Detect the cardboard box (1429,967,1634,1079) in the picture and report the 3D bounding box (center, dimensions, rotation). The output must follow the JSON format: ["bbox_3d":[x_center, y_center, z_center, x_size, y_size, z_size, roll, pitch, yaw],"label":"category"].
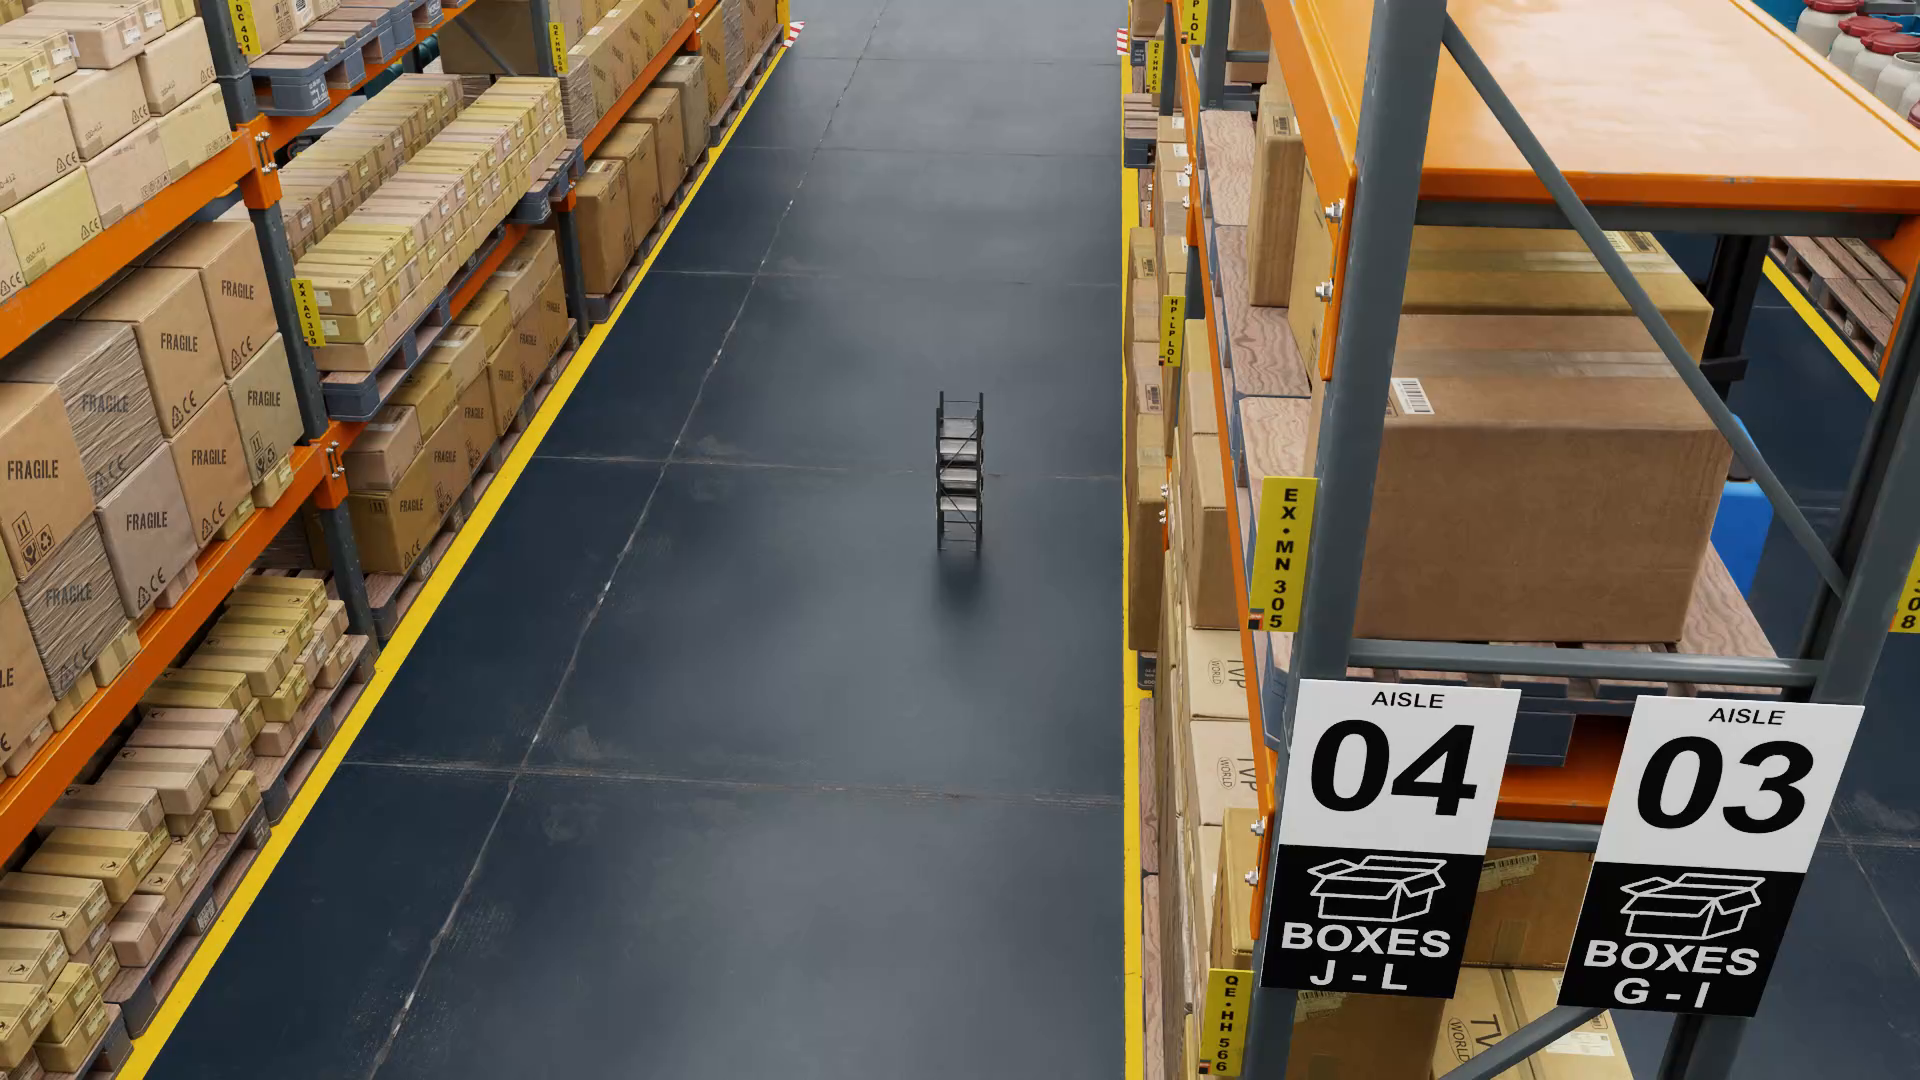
[{"bbox_3d":[1.430,1.378,4.295,0.500,0.250,0.500,2,32,3],"label":"cardboard box"}]

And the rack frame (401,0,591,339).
[{"bbox_3d":[-3.162,-2.768,11.162,1.000,3.000,0.127,2,32,4],"label":"rack frame"}]

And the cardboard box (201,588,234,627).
[{"bbox_3d":[-3.723,0.277,7.972,0.380,0.149,0.250,4,32,6],"label":"cardboard box"}]

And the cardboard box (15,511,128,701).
[{"bbox_3d":[-3.396,0.220,5.936,0.500,0.500,0.500,2,32,3],"label":"cardboard box"}]

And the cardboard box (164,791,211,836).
[{"bbox_3d":[-3.372,1.094,6.930,0.380,0.149,0.250,1,32,2],"label":"cardboard box"}]

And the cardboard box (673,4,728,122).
[{"bbox_3d":[-2.716,-4.460,15.532,0.875,0.875,0.875,3,32,5],"label":"cardboard box"}]

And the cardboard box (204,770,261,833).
[{"bbox_3d":[-3.265,1.120,7.172,0.380,0.149,0.250,2,32,4],"label":"cardboard box"}]

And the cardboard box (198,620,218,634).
[{"bbox_3d":[-3.836,0.408,8.043,0.380,0.149,0.250,4,32,6],"label":"cardboard box"}]

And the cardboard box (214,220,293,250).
[{"bbox_3d":[-3.606,-1.495,8.369,0.380,0.149,0.250,1,32,2],"label":"cardboard box"}]

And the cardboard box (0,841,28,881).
[{"bbox_3d":[-3.868,1.231,6.424,0.380,0.149,0.250,1,32,2],"label":"cardboard box"}]

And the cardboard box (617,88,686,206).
[{"bbox_3d":[-2.880,-3.248,13.685,1.050,0.750,0.750,2,32,4],"label":"cardboard box"}]

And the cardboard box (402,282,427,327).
[{"bbox_3d":[-2.957,-1.210,8.474,0.380,0.149,0.250,3,32,4],"label":"cardboard box"}]

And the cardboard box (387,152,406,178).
[{"bbox_3d":[-3.482,-2.178,9.762,0.380,0.149,0.250,3,32,4],"label":"cardboard box"}]

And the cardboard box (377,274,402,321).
[{"bbox_3d":[-2.978,-1.197,8.169,0.380,0.149,0.250,2,32,3],"label":"cardboard box"}]

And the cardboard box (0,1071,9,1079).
[{"bbox_3d":[-3.437,1.920,5.589,0.380,0.149,0.250,2,32,4],"label":"cardboard box"}]

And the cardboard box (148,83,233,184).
[{"bbox_3d":[-3.259,-1.621,6.586,0.500,0.250,0.500,3,32,5],"label":"cardboard box"}]

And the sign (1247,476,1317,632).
[{"bbox_3d":[0.582,0.029,2.996,0.100,0.325,0.005,2,32,4],"label":"sign"}]

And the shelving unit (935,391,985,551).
[{"bbox_3d":[-0.001,-0.379,9.287,0.258,0.900,0.210,2,32,4],"label":"shelving unit"}]

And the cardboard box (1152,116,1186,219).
[{"bbox_3d":[1.462,-2.303,10.313,0.500,0.500,0.500,3,32,5],"label":"cardboard box"}]

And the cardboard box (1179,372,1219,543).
[{"bbox_3d":[1.106,-0.297,6.297,0.500,0.500,0.500,2,32,4],"label":"cardboard box"}]

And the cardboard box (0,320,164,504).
[{"bbox_3d":[-3.349,-0.476,6.112,0.500,0.500,0.500,3,32,5],"label":"cardboard box"}]

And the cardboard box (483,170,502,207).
[{"bbox_3d":[-2.852,-2.014,9.495,0.380,0.149,0.250,3,32,5],"label":"cardboard box"}]

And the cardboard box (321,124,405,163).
[{"bbox_3d":[-3.479,-2.311,9.693,0.380,0.149,0.250,4,32,6],"label":"cardboard box"}]

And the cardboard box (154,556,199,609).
[{"bbox_3d":[-3.309,0.144,6.677,0.380,0.149,0.250,1,32,2],"label":"cardboard box"}]

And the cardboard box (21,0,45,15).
[{"bbox_3d":[-3.753,-2.130,6.555,0.380,0.149,0.250,2,32,3],"label":"cardboard box"}]

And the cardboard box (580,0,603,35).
[{"bbox_3d":[-3.036,-4.003,12.119,0.700,0.500,0.500,2,32,3],"label":"cardboard box"}]

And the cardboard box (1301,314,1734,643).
[{"bbox_3d":[1.111,-0.135,3.440,0.700,0.500,0.500,1,32,1],"label":"cardboard box"}]

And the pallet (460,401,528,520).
[{"bbox_3d":[-3.329,-0.536,10.199,1.003,0.211,1.213,2,32,4],"label":"pallet"}]

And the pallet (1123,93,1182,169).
[{"bbox_3d":[1.725,-2.799,11.395,1.213,0.211,1.003,2,32,4],"label":"pallet"}]

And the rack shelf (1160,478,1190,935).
[{"bbox_3d":[1.284,0.941,5.831,1.077,0.370,4.000,2,32,4],"label":"rack shelf"}]

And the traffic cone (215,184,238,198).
[{"bbox_3d":[-6.484,-3.230,14.330,0.336,0.463,0.334,2,32,4],"label":"traffic cone"}]

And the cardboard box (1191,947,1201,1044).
[{"bbox_3d":[0.864,1.319,4.770,0.380,0.149,0.250,3,32,4],"label":"cardboard box"}]

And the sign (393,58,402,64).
[{"bbox_3d":[-3.716,-3.283,10.894,0.100,0.325,0.005,2,32,4],"label":"sign"}]

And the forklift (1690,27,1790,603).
[{"bbox_3d":[3.600,-1.380,8.975,1.130,2.935,3.031,4,32,6],"label":"forklift"}]

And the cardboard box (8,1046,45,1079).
[{"bbox_3d":[-3.499,1.920,5.874,0.380,0.149,0.250,3,32,5],"label":"cardboard box"}]

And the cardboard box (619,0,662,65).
[{"bbox_3d":[-2.695,-4.089,13.211,0.500,0.500,0.500,3,32,5],"label":"cardboard box"}]

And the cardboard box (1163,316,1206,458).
[{"bbox_3d":[1.213,-0.710,7.728,0.500,0.500,0.500,3,32,4],"label":"cardboard box"}]

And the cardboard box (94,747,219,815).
[{"bbox_3d":[-3.290,0.988,6.818,0.380,0.149,0.250,1,32,2],"label":"cardboard box"}]

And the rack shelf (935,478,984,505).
[{"bbox_3d":[-0.001,-0.274,9.352,0.258,0.077,0.200,2,32,4],"label":"rack shelf"}]

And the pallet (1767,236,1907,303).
[{"bbox_3d":[6.913,-2.144,12.808,1.003,0.211,1.213,2,32,4],"label":"pallet"}]

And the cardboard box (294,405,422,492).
[{"bbox_3d":[-3.165,-0.485,8.726,0.500,0.250,0.500,1,32,2],"label":"cardboard box"}]

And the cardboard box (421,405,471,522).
[{"bbox_3d":[-3.122,-0.443,9.372,0.500,0.500,0.500,4,32,6],"label":"cardboard box"}]

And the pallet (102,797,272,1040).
[{"bbox_3d":[-3.604,1.503,6.890,1.003,0.211,1.213,2,32,4],"label":"pallet"}]

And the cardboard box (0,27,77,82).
[{"bbox_3d":[-3.369,-1.696,5.851,0.380,0.149,0.250,4,32,6],"label":"cardboard box"}]

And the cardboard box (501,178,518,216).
[{"bbox_3d":[-2.831,-2.027,9.799,0.380,0.149,0.250,1,32,2],"label":"cardboard box"}]

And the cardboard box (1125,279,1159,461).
[{"bbox_3d":[1.616,-0.952,9.840,1.225,0.875,0.875,3,32,4],"label":"cardboard box"}]

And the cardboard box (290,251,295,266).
[{"bbox_3d":[-3.609,-1.359,8.431,0.380,0.149,0.250,4,32,6],"label":"cardboard box"}]

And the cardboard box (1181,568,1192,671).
[{"bbox_3d":[1.066,0.291,6.058,0.500,0.250,0.500,3,32,5],"label":"cardboard box"}]

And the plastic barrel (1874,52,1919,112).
[{"bbox_3d":[6.615,-3.106,11.605,0.421,0.512,0.421,0,32,0],"label":"plastic barrel"}]

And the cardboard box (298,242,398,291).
[{"bbox_3d":[-2.981,-1.334,8.107,0.380,0.149,0.250,3,32,5],"label":"cardboard box"}]

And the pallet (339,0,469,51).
[{"bbox_3d":[-3.250,-2.734,8.427,1.213,0.211,1.003,2,32,4],"label":"pallet"}]

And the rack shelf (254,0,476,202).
[{"bbox_3d":[-3.325,-2.693,8.867,1.077,0.370,4.000,2,32,4],"label":"rack shelf"}]

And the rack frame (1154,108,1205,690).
[{"bbox_3d":[1.447,-0.411,7.339,1.000,3.000,0.127,2,32,4],"label":"rack frame"}]

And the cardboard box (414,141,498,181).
[{"bbox_3d":[-2.853,-2.141,9.417,0.380,0.149,0.250,4,32,6],"label":"cardboard box"}]

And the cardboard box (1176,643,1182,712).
[{"bbox_3d":[0.987,0.514,6.077,0.380,0.149,0.250,3,32,5],"label":"cardboard box"}]
